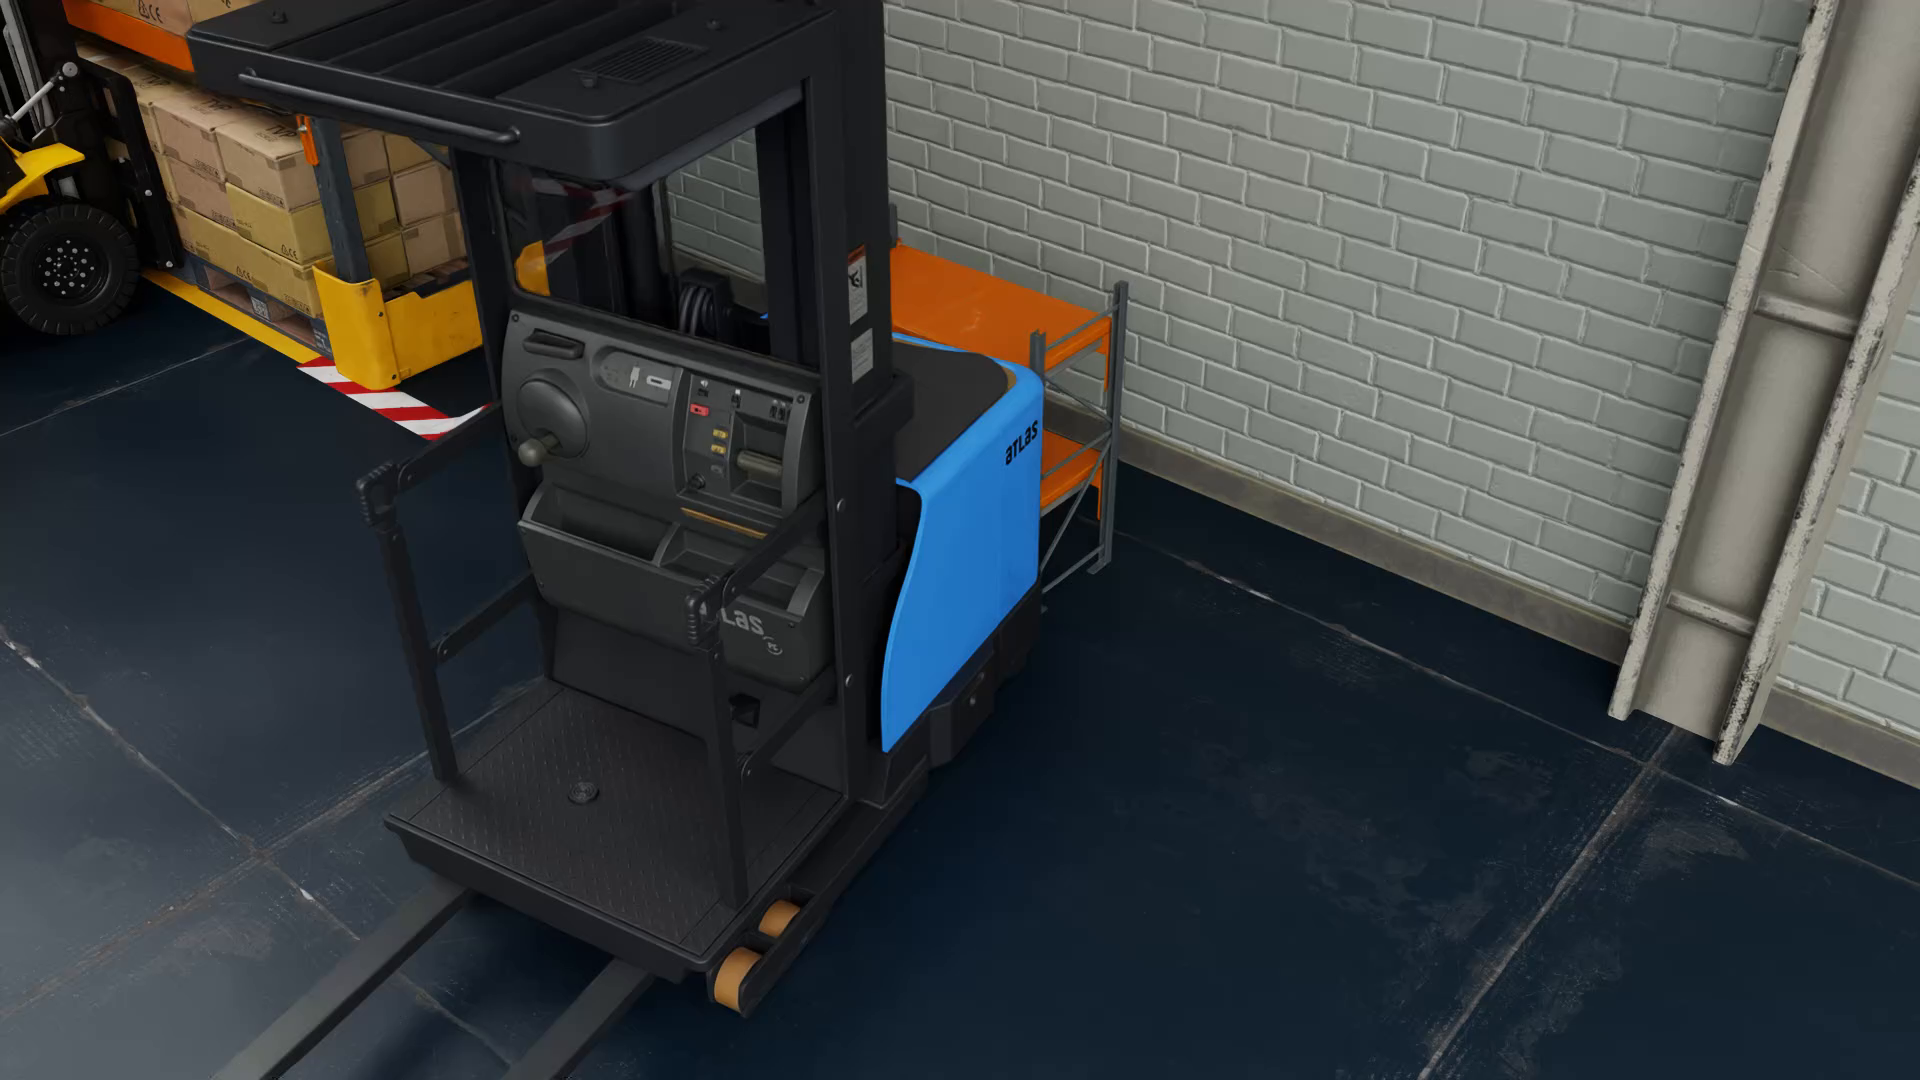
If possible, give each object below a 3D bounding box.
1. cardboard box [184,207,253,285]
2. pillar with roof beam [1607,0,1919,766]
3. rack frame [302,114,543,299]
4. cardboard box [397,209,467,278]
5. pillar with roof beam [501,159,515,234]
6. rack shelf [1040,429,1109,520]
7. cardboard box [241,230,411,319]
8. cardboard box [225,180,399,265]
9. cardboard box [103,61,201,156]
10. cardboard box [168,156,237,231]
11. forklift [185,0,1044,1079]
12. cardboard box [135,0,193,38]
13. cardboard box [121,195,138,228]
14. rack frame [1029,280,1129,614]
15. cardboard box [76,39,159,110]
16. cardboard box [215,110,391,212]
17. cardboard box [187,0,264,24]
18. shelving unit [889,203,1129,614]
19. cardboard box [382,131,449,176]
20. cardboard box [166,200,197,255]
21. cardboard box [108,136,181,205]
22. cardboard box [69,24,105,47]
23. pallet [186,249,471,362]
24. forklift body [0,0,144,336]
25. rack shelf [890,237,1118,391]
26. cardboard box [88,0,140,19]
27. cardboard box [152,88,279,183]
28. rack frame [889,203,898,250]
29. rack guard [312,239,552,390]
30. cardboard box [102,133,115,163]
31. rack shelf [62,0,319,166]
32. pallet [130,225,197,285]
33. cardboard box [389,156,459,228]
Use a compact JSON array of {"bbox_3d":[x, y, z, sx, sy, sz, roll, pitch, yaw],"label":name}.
[{"bbox_3d":[-3.233,-1.450,7.770,0.500,0.250,0.500,25,42,32],"label":"cardboard box"},{"bbox_3d":[-0.395,-1.265,0.143,0.400,9.000,9.100,25,42,32],"label":"pillar with roof beam"},{"bbox_3d":[-2.293,-2.194,6.795,0.127,3.000,1.000,25,42,32],"label":"rack frame"},{"bbox_3d":[-2.546,-1.496,7.837,0.500,0.250,0.500,25,42,32],"label":"cardboard box"},{"bbox_3d":[-5.006,-3.438,3.307,0.400,9.000,9.100,25,42,32],"label":"pillar with roof beam"},{"bbox_3d":[-0.004,-0.266,6.076,1.000,0.278,0.538,25,42,32],"label":"rack shelf"},{"bbox_3d":[-2.857,-1.266,7.502,0.500,0.250,0.500,26,42,32],"label":"cardboard box"},{"bbox_3d":[-2.868,-1.480,7.371,0.500,0.250,0.500,25,41,31],"label":"cardboard box"},{"bbox_3d":[-3.637,-2.037,7.742,0.500,0.250,0.500,26,42,32],"label":"cardboard box"},{"bbox_3d":[-3.246,-1.666,7.643,0.500,0.250,0.500,25,42,31],"label":"cardboard box"},{"bbox_3d":[-0.877,-0.251,4.026,1.130,2.935,3.031,17,38,23],"label":"forklift"},{"bbox_3d":[-3.232,-2.491,7.139,0.500,0.500,0.500,27,43,33],"label":"cardboard box"},{"bbox_3d":[-4.025,-1.814,8.299,0.500,0.250,0.500,27,43,33],"label":"cardboard box"},{"bbox_3d":[0.389,-0.285,5.671,0.032,1.125,0.500,25,42,32],"label":"rack frame"},{"bbox_3d":[-4.022,-2.224,8.014,0.500,0.250,0.500,24,41,31],"label":"cardboard box"},{"bbox_3d":[-2.847,-1.677,7.216,0.500,0.250,0.500,27,43,33],"label":"cardboard box"},{"bbox_3d":[-2.840,-2.299,6.859,0.500,0.500,0.500,24,41,31],"label":"cardboard box"},{"bbox_3d":[-0.004,-0.468,5.937,1.048,1.125,0.538,25,42,32],"label":"shelving unit"},{"bbox_3d":[-2.542,-1.902,7.544,0.500,0.250,0.500,25,41,31],"label":"cardboard box"},{"bbox_3d":[-3.611,-1.635,8.040,0.500,0.250,0.500,26,42,32],"label":"cardboard box"},{"bbox_3d":[-3.656,-1.844,7.902,0.500,0.250,0.500,24,41,31],"label":"cardboard box"},{"bbox_3d":[-4.420,-2.418,8.296,0.500,0.250,0.500,27,43,33],"label":"cardboard box"},{"bbox_3d":[-2.908,-1.303,7.961,1.213,0.211,1.003,25,42,32],"label":"pallet"},{"bbox_3d":[-4.918,-1.737,6.879,1.214,2.155,2.313,25,42,32],"label":"forklift body"},{"bbox_3d":[-0.004,-0.709,5.771,1.000,0.278,0.538,25,42,32],"label":"rack shelf"},{"bbox_3d":[-3.626,-2.676,7.409,0.500,0.500,0.500,24,41,31],"label":"cardboard box"},{"bbox_3d":[-3.243,-1.859,7.482,0.500,0.250,0.500,26,42,33],"label":"cardboard box"},{"bbox_3d":[-0.397,-0.650,6.203,0.032,1.125,0.500,25,42,32],"label":"rack frame"},{"bbox_3d":[-2.275,-1.155,7.489,0.348,0.500,1.175,25,42,32],"label":"rack guard"},{"bbox_3d":[-4.038,-2.027,8.168,0.500,0.250,0.500,25,42,32],"label":"cardboard box"},{"bbox_3d":[-3.830,-2.621,8.053,4.000,0.370,1.077,25,42,32],"label":"rack shelf"},{"bbox_3d":[-3.841,-1.745,8.604,1.213,0.211,1.003,25,42,32],"label":"pallet"},{"bbox_3d":[-2.522,-1.700,7.692,0.500,0.250,0.500,26,42,33],"label":"cardboard box"}]
